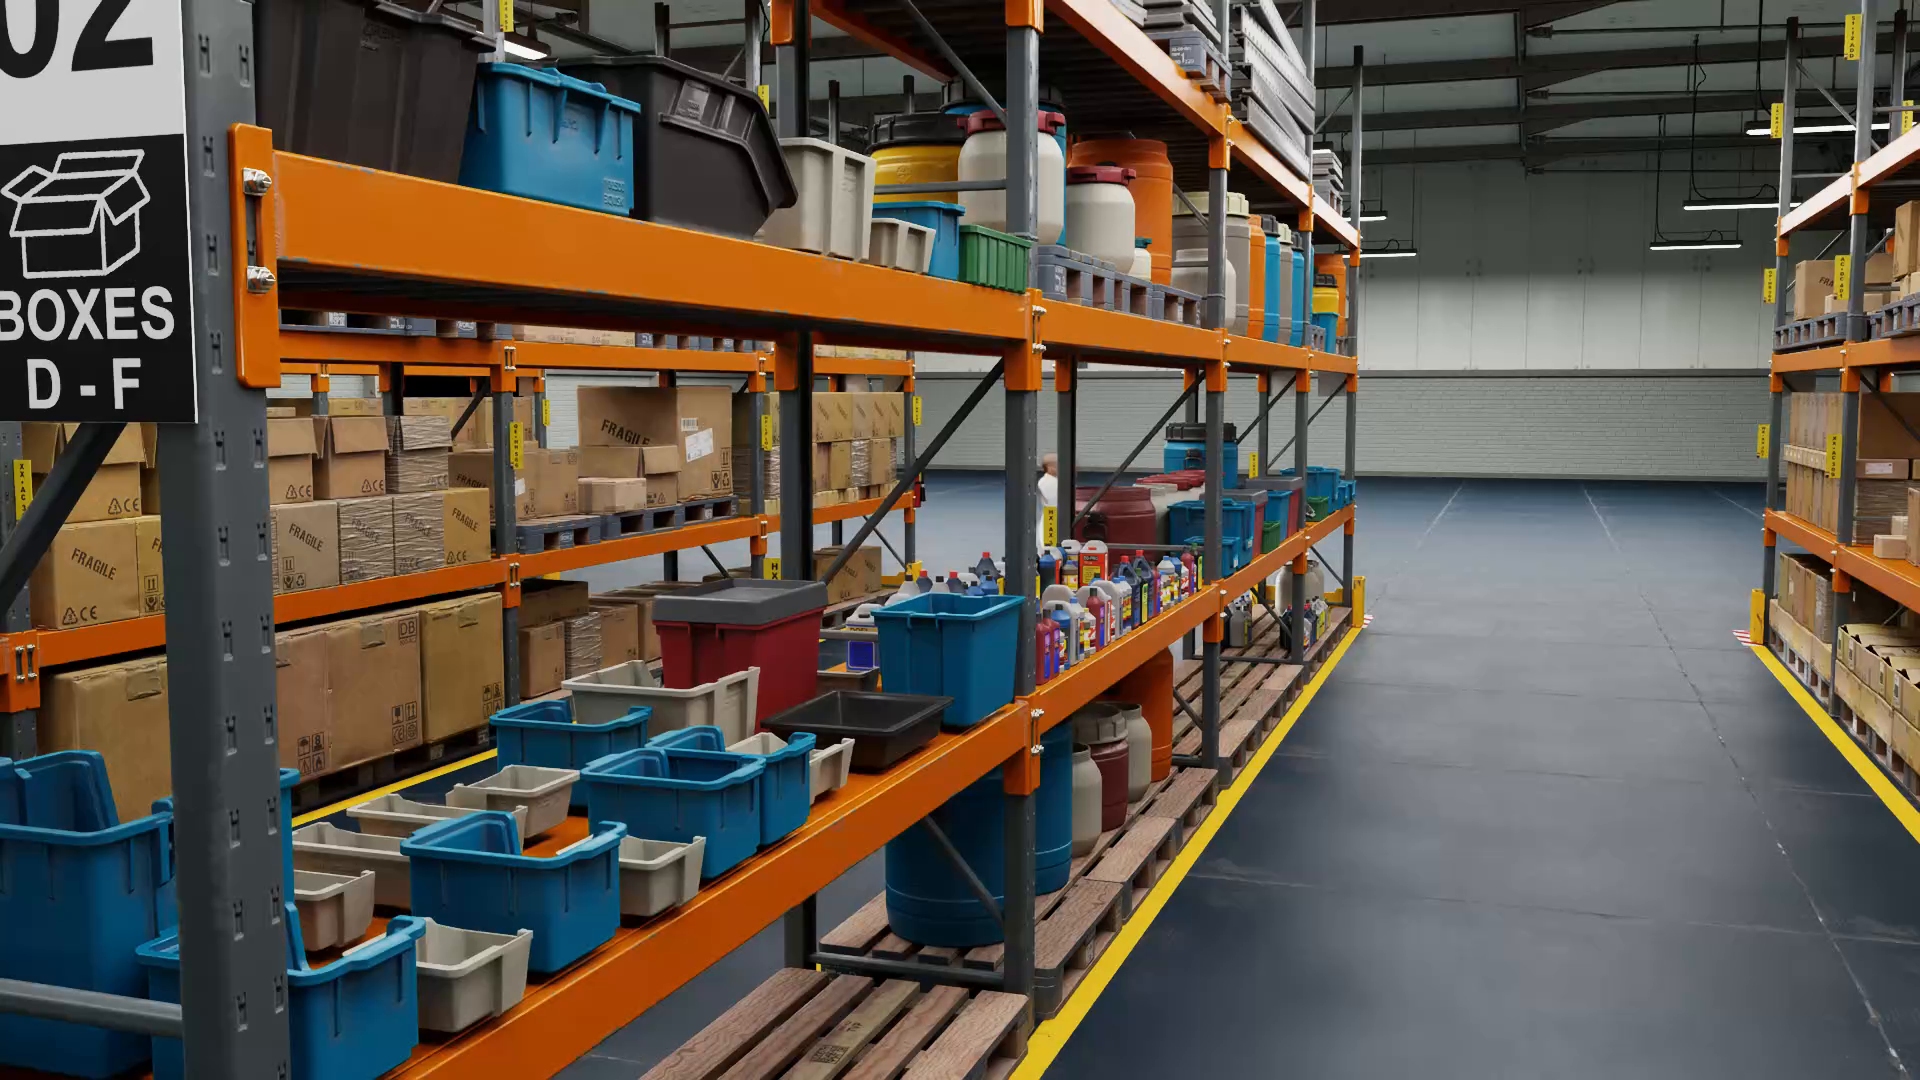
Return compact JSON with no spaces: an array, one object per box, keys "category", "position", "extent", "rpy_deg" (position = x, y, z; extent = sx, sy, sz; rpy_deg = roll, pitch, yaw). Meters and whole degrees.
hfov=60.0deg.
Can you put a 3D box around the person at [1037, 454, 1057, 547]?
[{"category":"person","position":[1.159,-0.068,18.457],"extent":[0.550,1.774,0.529],"rpy_deg":[2,5,20]}]
